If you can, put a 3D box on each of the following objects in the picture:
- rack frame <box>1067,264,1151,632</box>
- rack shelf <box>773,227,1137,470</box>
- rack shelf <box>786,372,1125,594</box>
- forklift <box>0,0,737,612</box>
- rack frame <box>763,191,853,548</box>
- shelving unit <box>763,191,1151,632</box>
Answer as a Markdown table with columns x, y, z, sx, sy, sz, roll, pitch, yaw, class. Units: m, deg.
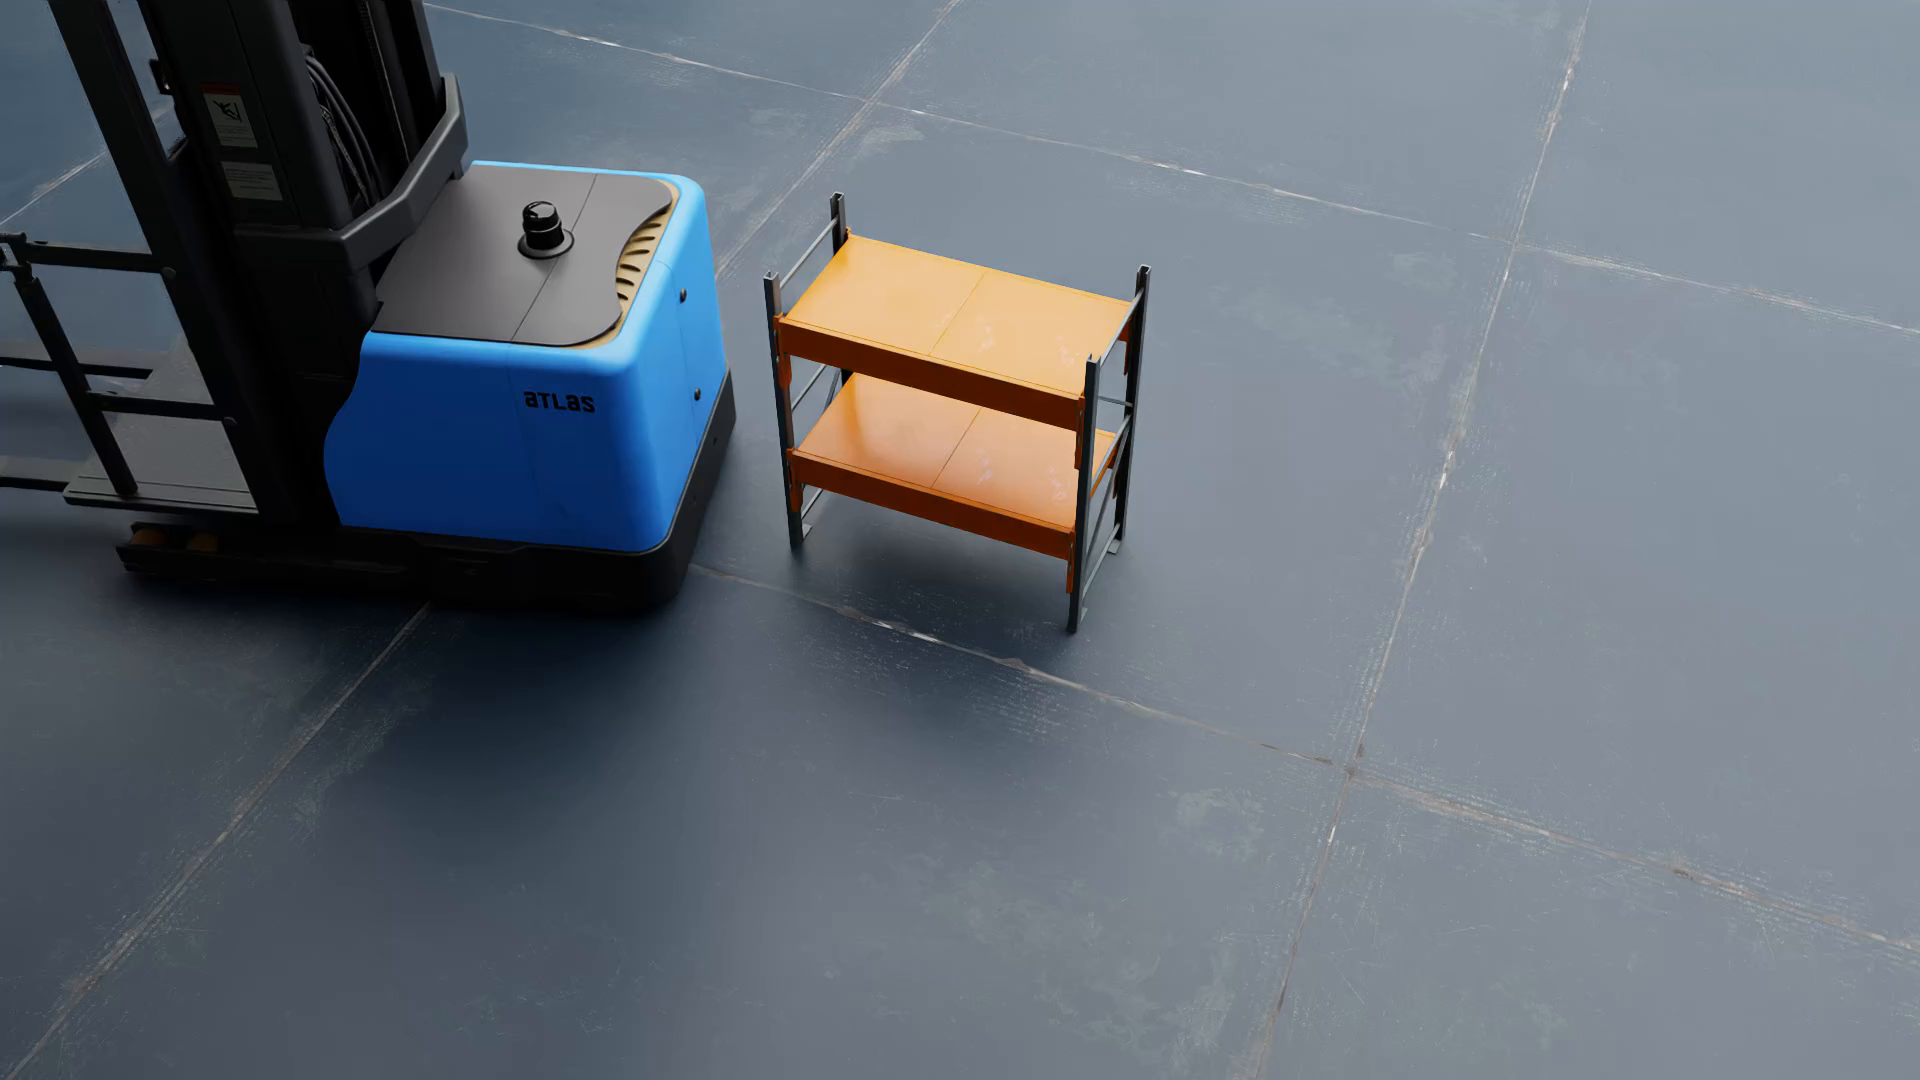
| x | y | z | sx | sy | sz | roll | pitch | yaw | class |
| --- | --- | --- | --- | --- | --- | --- | --- | --- | --- |
| 0.463 | -0.263 | 5.216 | 0.032 | 1.125 | 0.500 | 16 | 47 | 16 | rack frame |
| -0.006 | -0.608 | 5.149 | 1.000 | 0.278 | 0.538 | 16 | 47 | 16 | rack shelf |
| -0.006 | -0.227 | 5.528 | 1.000 | 0.278 | 0.538 | 16 | 47 | 16 | rack shelf |
| -2.376 | -1.264 | 4.943 | 3.031 | 2.935 | 1.130 | 5 | 45 | 5 | forklift |
| -0.475 | -0.539 | 5.494 | 0.032 | 1.125 | 0.500 | 16 | 47 | 16 | rack frame |
| -0.006 | -0.401 | 5.355 | 1.048 | 1.125 | 0.538 | 16 | 47 | 16 | shelving unit |
